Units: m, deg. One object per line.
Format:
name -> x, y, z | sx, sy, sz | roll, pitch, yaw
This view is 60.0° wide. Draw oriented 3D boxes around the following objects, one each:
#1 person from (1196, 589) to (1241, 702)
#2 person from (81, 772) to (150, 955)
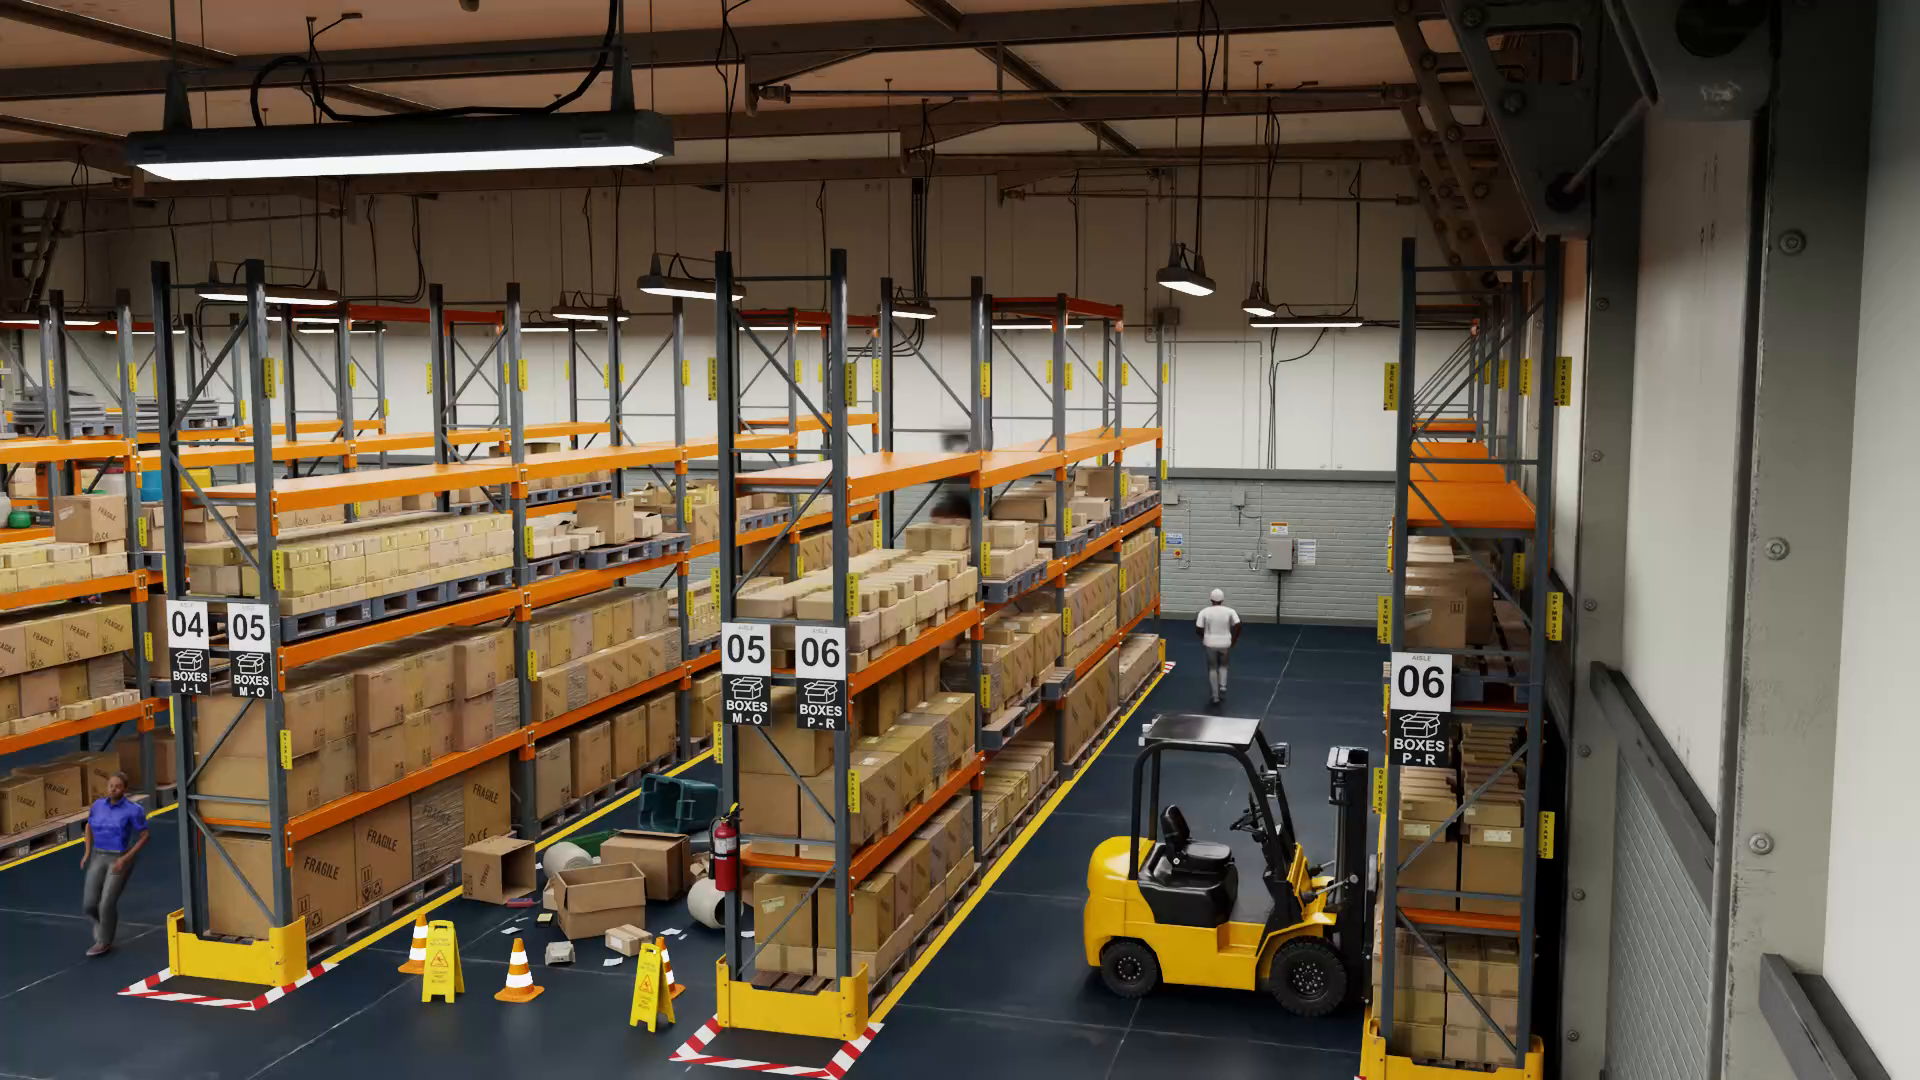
person -> 3.954, 1.610, 25.498 | 0.679, 1.747, 0.534 | 1, 6, 6
person -> -7.434, 2.825, 14.639 | 0.612, 1.600, 0.536 | 0, 6, -3
